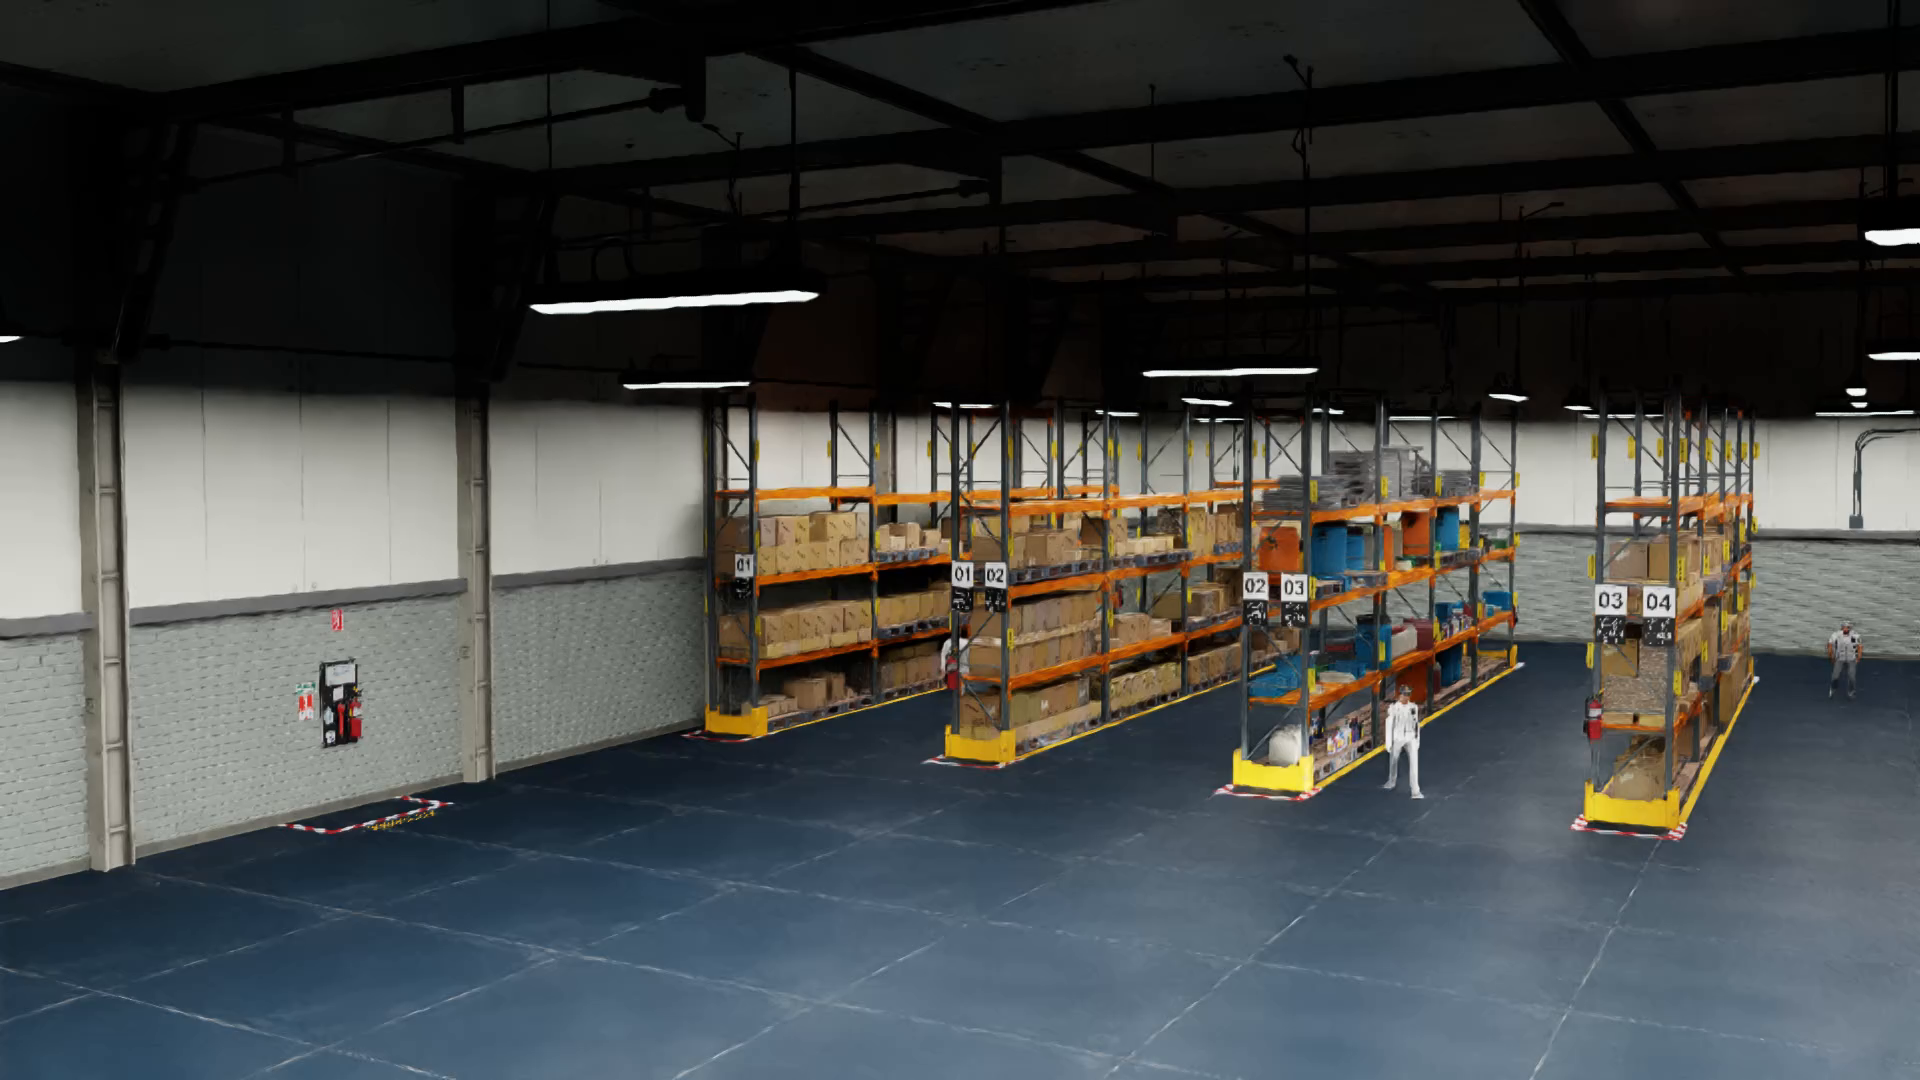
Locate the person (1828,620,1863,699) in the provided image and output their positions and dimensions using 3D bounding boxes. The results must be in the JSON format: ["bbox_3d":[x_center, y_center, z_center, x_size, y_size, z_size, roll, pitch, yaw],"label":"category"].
[{"bbox_3d":[17.804,2.398,33.458,0.625,1.611,0.582,2,3,26],"label":"person"}]

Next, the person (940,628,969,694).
[{"bbox_3d":[-0.069,2.446,31.120,0.580,1.715,1.105,1,3,20],"label":"person"}]

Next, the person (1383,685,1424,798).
[{"bbox_3d":[6.429,2.889,24.135,0.529,1.626,0.938,0,3,5],"label":"person"}]
